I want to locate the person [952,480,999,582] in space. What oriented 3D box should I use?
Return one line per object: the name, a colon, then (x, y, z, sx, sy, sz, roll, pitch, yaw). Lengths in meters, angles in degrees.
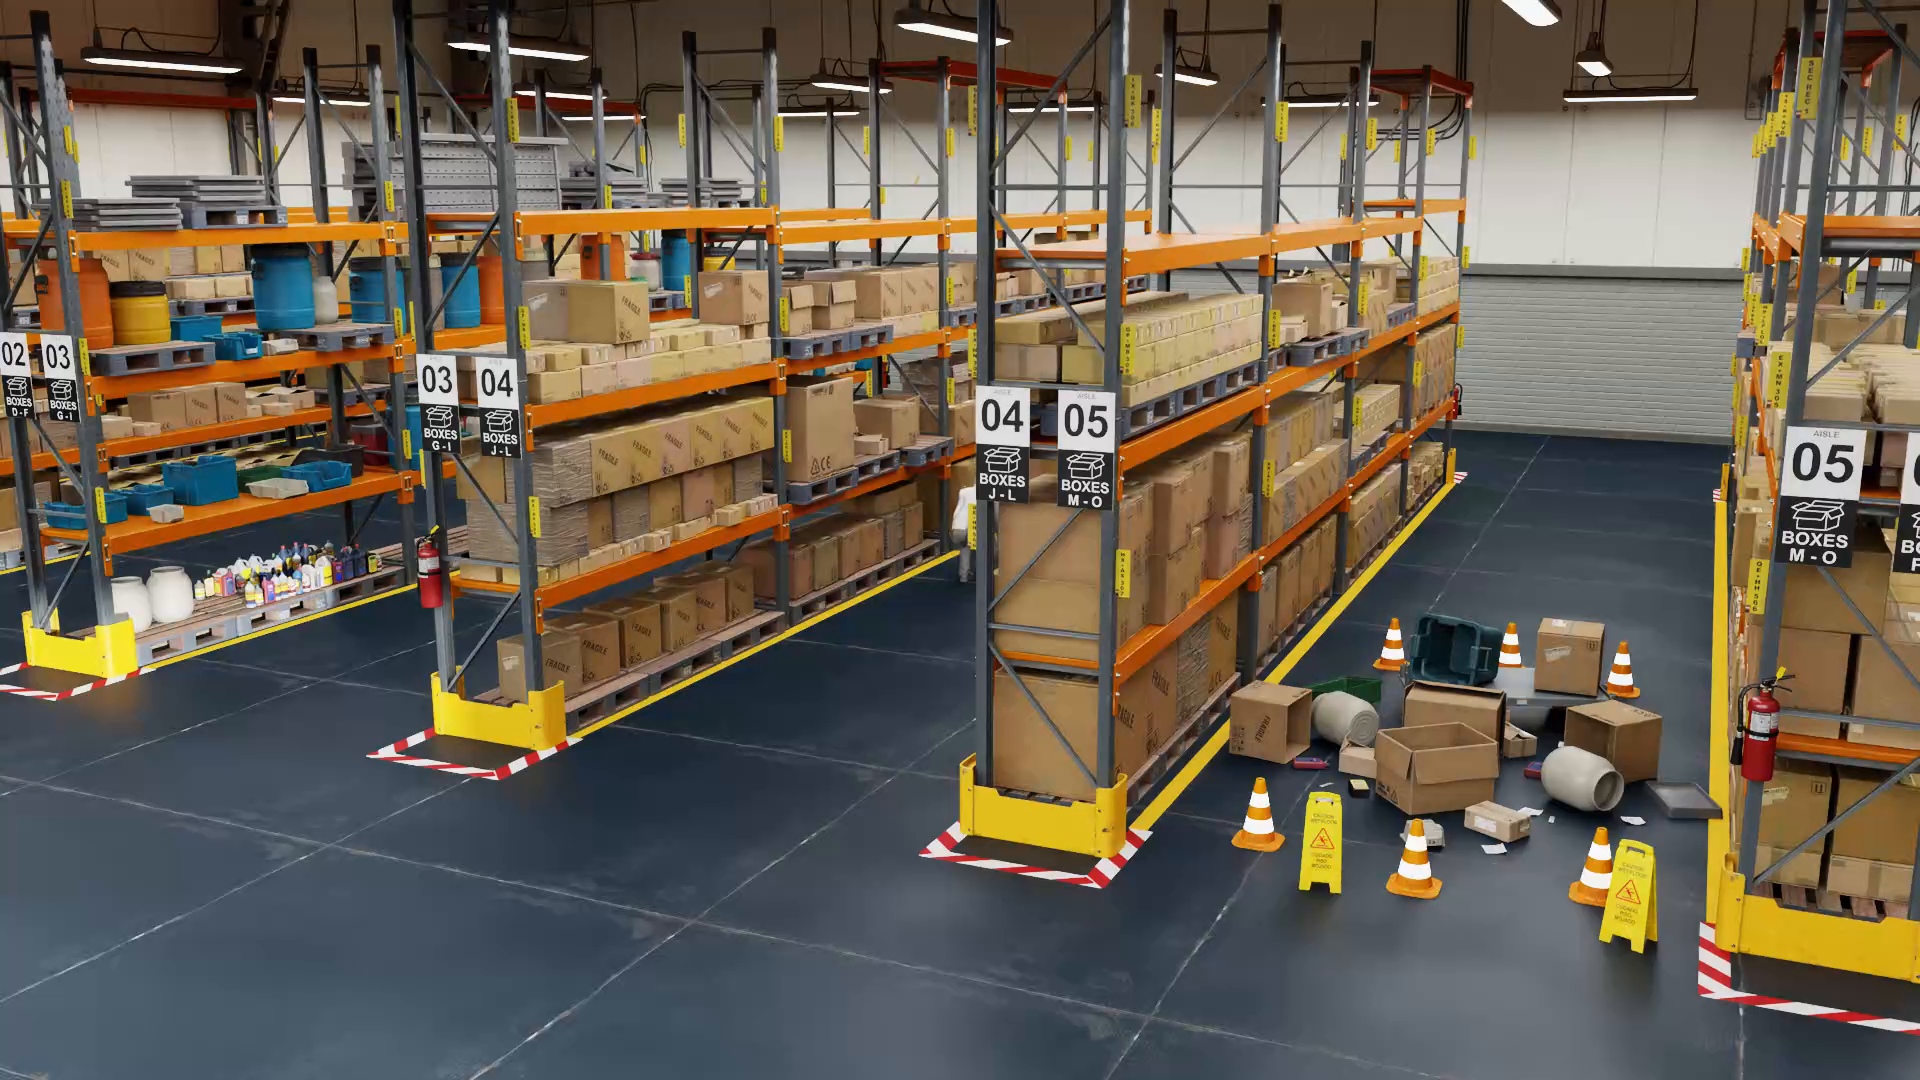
person: (0.181, -0.135, 19.348, 0.575, 1.222, 0.843, 5, 13, 23)
